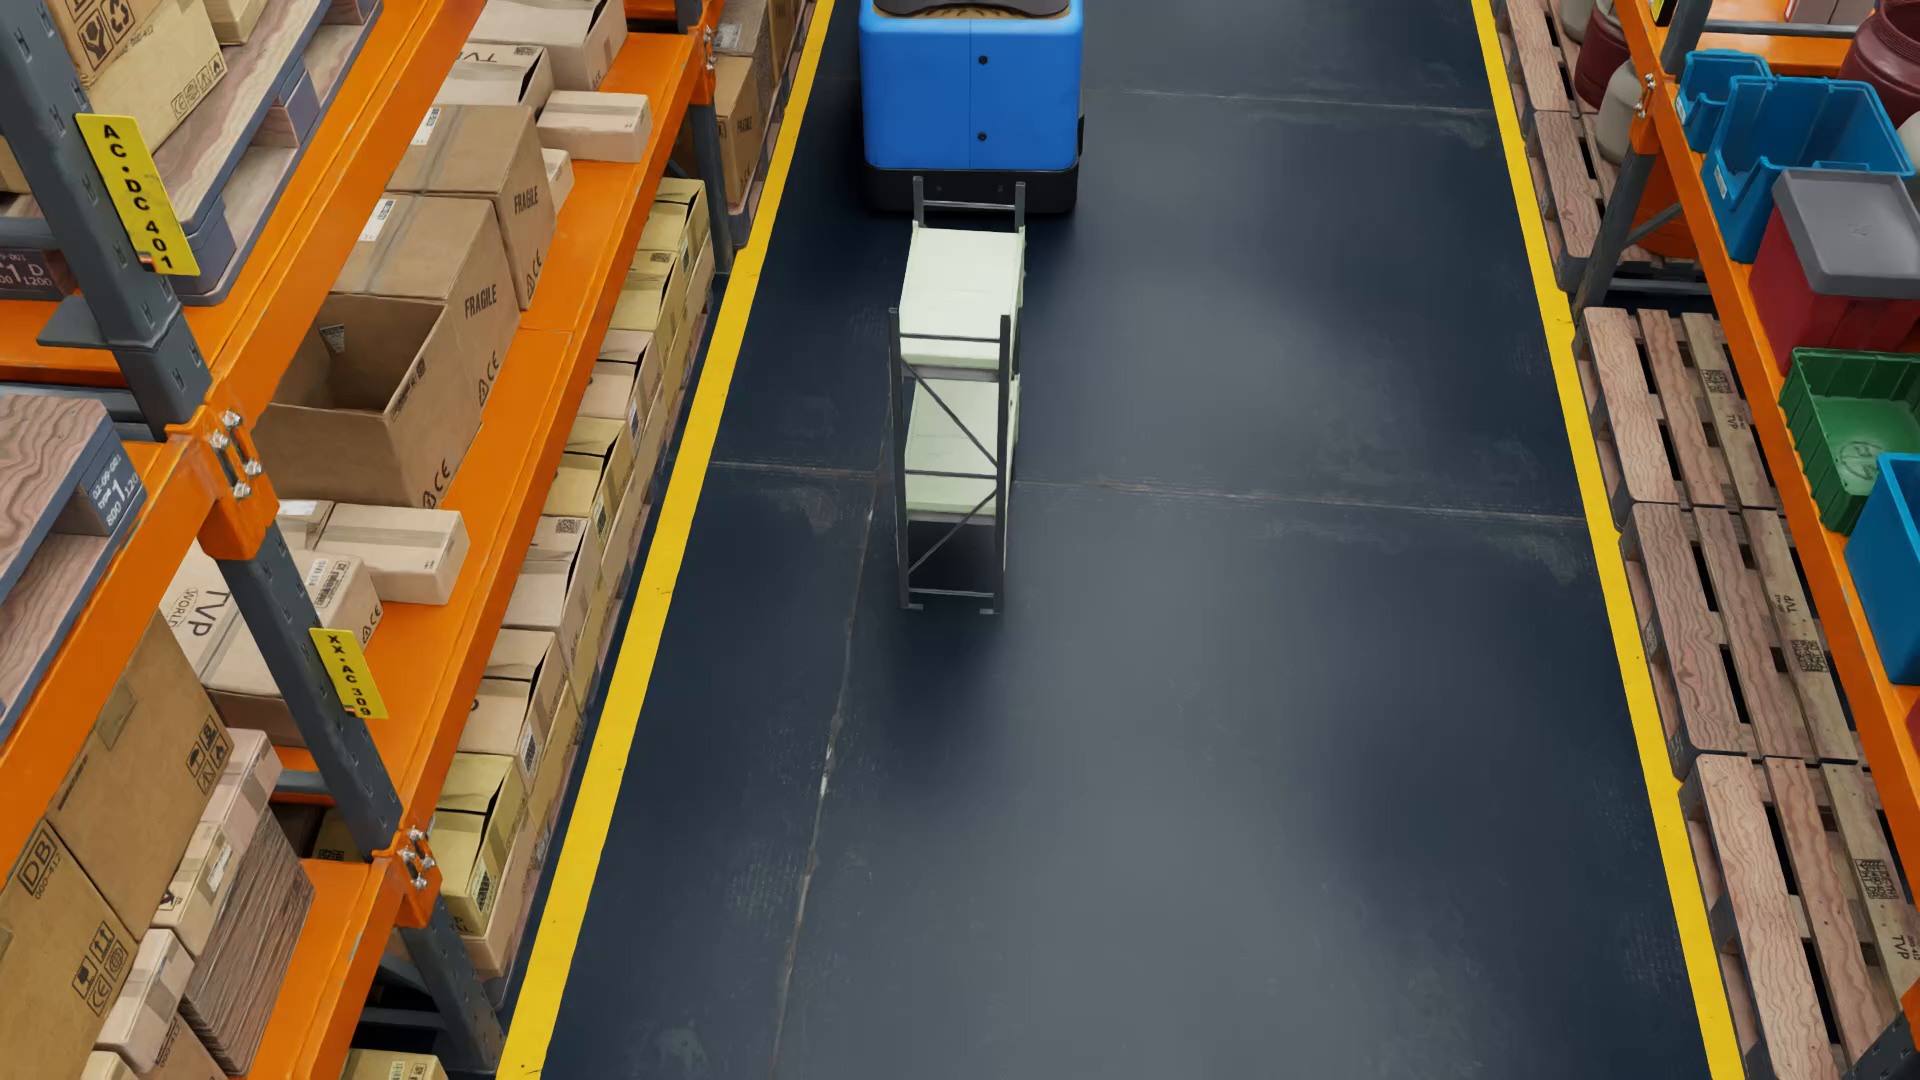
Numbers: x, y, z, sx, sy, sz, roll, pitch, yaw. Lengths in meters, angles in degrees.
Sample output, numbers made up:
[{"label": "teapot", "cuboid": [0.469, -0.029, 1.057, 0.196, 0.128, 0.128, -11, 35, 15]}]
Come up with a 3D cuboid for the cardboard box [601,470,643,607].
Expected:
[{"label": "cardboard box", "cuboid": [-1.530, -0.031, 6.350, 0.500, 0.250, 0.500, 5, 48, 4]}]

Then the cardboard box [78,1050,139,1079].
[{"label": "cardboard box", "cuboid": [-1.834, 1.121, 3.210, 0.380, 0.149, 0.250, 4, 48, 3]}]

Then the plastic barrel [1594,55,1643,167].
[{"label": "plastic barrel", "cuboid": [3.334, -2.094, 8.060, 0.421, 0.512, 0.421, 0, 48, 0]}]

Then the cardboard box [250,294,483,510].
[{"label": "cardboard box", "cuboid": [-1.819, -0.391, 5.033, 0.500, 0.500, 0.500, 7, 48, 6]}]

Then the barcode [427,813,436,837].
[{"label": "barcode", "cuboid": [-1.515, 0.804, 4.753, 0.001, 0.075, 0.075, 4, 48, 4]}]

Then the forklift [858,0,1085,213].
[{"label": "forklift", "cuboid": [0.080, -3.668, 8.144, 1.130, 2.935, 3.031, 1, 48, 1]}]

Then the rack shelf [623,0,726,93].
[{"label": "rack shelf", "cuboid": [-1.407, -3.574, 8.499, 1.077, 0.370, 4.000, 4, 48, 4]}]

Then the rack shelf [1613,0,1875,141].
[{"label": "rack shelf", "cuboid": [3.526, -3.238, 8.192, 1.077, 0.370, 4.000, 4, 48, 4]}]

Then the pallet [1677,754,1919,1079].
[{"label": "pallet", "cuboid": [3.012, 1.290, 5.453, 1.003, 0.211, 1.213, 4, 48, 4]}]

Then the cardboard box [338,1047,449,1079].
[{"label": "cardboard box", "cuboid": [-1.778, 1.734, 4.736, 0.500, 0.250, 0.500, 4, 48, 4]}]

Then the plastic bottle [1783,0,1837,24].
[{"label": "plastic bottle", "cuboid": [3.553, -2.275, 6.908, 0.152, 0.276, 0.135, 4, 48, 4]}]

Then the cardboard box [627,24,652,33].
[{"label": "cardboard box", "cuboid": [-1.736, -2.649, 8.054, 0.500, 0.250, 0.500, 6, 48, 5]}]

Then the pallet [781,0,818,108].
[{"label": "pallet", "cuboid": [-1.369, -2.846, 9.236, 1.003, 0.211, 1.213, 4, 48, 4]}]

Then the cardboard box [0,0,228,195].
[{"label": "cardboard box", "cuboid": [-1.888, -0.963, 3.408, 0.500, 0.250, 0.500, 8, 48, 8]}]

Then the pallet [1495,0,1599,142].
[{"label": "pallet", "cuboid": [3.488, -2.546, 8.961, 1.003, 0.211, 1.213, 4, 48, 4]}]

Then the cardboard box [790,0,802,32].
[{"label": "cardboard box", "cuboid": [-1.128, -3.104, 8.978, 0.500, 0.500, 0.500, 2, 48, 2]}]

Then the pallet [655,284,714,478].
[{"label": "pallet", "cuboid": [-1.703, -0.803, 7.368, 1.003, 0.211, 1.213, 4, 48, 4]}]

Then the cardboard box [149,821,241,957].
[{"label": "cardboard box", "cuboid": [-1.789, 0.736, 3.563, 0.380, 0.149, 0.250, 3, 48, 3]}]

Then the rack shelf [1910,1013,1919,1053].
[{"label": "rack shelf", "cuboid": [2.797, 2.641, 2.815, 1.077, 0.370, 4.000, 4, 48, 4]}]

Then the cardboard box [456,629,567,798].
[{"label": "cardboard box", "cuboid": [-1.617, 0.535, 5.452, 0.500, 0.311, 0.500, 3, 48, 3]}]

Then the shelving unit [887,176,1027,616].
[{"label": "shelving unit", "cuboid": [-0.001, -0.501, 6.218, 0.431, 1.500, 0.755, 4, 48, 4]}]

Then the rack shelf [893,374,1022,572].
[{"label": "rack shelf", "cuboid": [-0.001, -0.281, 6.459, 0.431, 0.370, 0.720, 4, 48, 4]}]

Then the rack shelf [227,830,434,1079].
[{"label": "rack shelf", "cuboid": [-2.136, 2.305, 3.122, 1.077, 0.370, 4.000, 4, 48, 4]}]

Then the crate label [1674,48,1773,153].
[{"label": "crate label", "cuboid": [2.932, -1.670, 6.384, 0.303, 0.233, 0.416, 4, 48, 4]}]

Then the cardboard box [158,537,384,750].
[{"label": "cardboard box", "cuboid": [-1.952, 0.279, 4.590, 0.500, 0.250, 0.500, 7, 48, 6]}]

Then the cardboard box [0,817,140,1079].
[{"label": "cardboard box", "cuboid": [-2.032, 0.819, 3.047, 0.700, 0.500, 0.500, 4, 48, 3]}]

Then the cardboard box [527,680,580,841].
[{"label": "cardboard box", "cuboid": [-1.622, 0.724, 5.660, 0.500, 0.250, 0.500, 5, 48, 5]}]

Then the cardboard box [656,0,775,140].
[{"label": "cardboard box", "cuboid": [-1.221, -2.352, 8.290, 0.500, 0.500, 0.500, 2, 48, 2]}]

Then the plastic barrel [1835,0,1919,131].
[{"label": "plastic barrel", "cuboid": [3.603, -1.695, 6.202, 0.600, 0.536, 0.708, 4, 48, 4]}]

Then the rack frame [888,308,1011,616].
[{"label": "rack frame", "cuboid": [-0.034, -0.232, 5.972, 0.400, 1.500, 0.023, 4, 48, 4]}]

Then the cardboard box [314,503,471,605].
[{"label": "cardboard box", "cuboid": [-1.669, 0.040, 4.877, 0.380, 0.149, 0.250, 4, 48, 4]}]

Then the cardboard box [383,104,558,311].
[{"label": "cardboard box", "cuboid": [-1.725, -1.146, 5.724, 0.500, 0.500, 0.500, 2, 48, 1]}]

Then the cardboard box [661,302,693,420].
[{"label": "cardboard box", "cuboid": [-1.437, -0.778, 7.034, 0.500, 0.250, 0.500, 3, 48, 3]}]

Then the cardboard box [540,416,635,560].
[{"label": "cardboard box", "cuboid": [-1.529, -0.227, 6.150, 0.500, 0.311, 0.500, 5, 48, 5]}]

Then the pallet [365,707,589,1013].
[{"label": "pallet", "cuboid": [-1.925, 0.990, 5.728, 1.003, 0.211, 1.213, 4, 48, 4]}]

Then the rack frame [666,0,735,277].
[{"label": "rack frame", "cuboid": [-1.589, -2.347, 6.889, 1.000, 3.000, 0.127, 4, 48, 4]}]

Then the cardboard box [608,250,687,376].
[{"label": "cardboard box", "cuboid": [-1.432, -0.966, 6.825, 0.500, 0.311, 0.500, 3, 48, 3]}]

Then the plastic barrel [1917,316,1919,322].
[{"label": "plastic barrel", "cuboid": [3.424, -0.969, 5.553, 0.421, 0.512, 0.421, 0, 48, 0]}]

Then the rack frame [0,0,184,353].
[{"label": "rack frame", "cuboid": [-1.953, -1.432, 1.987, 1.000, 3.000, 0.127, 4, 48, 4]}]

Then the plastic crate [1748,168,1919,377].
[{"label": "plastic crate", "cuboid": [2.892, -0.866, 5.491, 0.402, 0.464, 0.583, 4, 48, 4]}]

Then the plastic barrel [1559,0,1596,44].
[{"label": "plastic barrel", "cuboid": [3.437, -2.924, 8.819, 0.421, 0.512, 0.421, 0, 48, 0]}]

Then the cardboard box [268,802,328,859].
[{"label": "cardboard box", "cuboid": [-2.202, 0.873, 5.144, 0.500, 0.311, 0.500, 4, 48, 4]}]

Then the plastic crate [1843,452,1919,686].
[{"label": "plastic crate", "cuboid": [2.770, 0.102, 4.660, 0.392, 0.384, 0.575, 4, 48, 4]}]

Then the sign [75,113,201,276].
[{"label": "sign", "cuboid": [-1.401, -0.585, 2.841, 0.100, 0.325, 0.005, 4, 48, 4]}]

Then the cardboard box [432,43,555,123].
[{"label": "cardboard box", "cuboid": [-1.863, -1.672, 6.333, 0.500, 0.311, 0.500, 3, 48, 3]}]

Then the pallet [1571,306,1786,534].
[{"label": "pallet", "cuboid": [3.234, -0.503, 7.093, 1.003, 0.211, 1.213, 4, 48, 4]}]

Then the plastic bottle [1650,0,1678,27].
[{"label": "plastic bottle", "cuboid": [2.956, -2.297, 6.923, 0.061, 0.283, 0.133, 4, 48, 4]}]

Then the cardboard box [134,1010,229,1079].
[{"label": "cardboard box", "cuboid": [-2.029, 1.273, 3.511, 0.700, 0.500, 0.500, 3, 48, 3]}]
